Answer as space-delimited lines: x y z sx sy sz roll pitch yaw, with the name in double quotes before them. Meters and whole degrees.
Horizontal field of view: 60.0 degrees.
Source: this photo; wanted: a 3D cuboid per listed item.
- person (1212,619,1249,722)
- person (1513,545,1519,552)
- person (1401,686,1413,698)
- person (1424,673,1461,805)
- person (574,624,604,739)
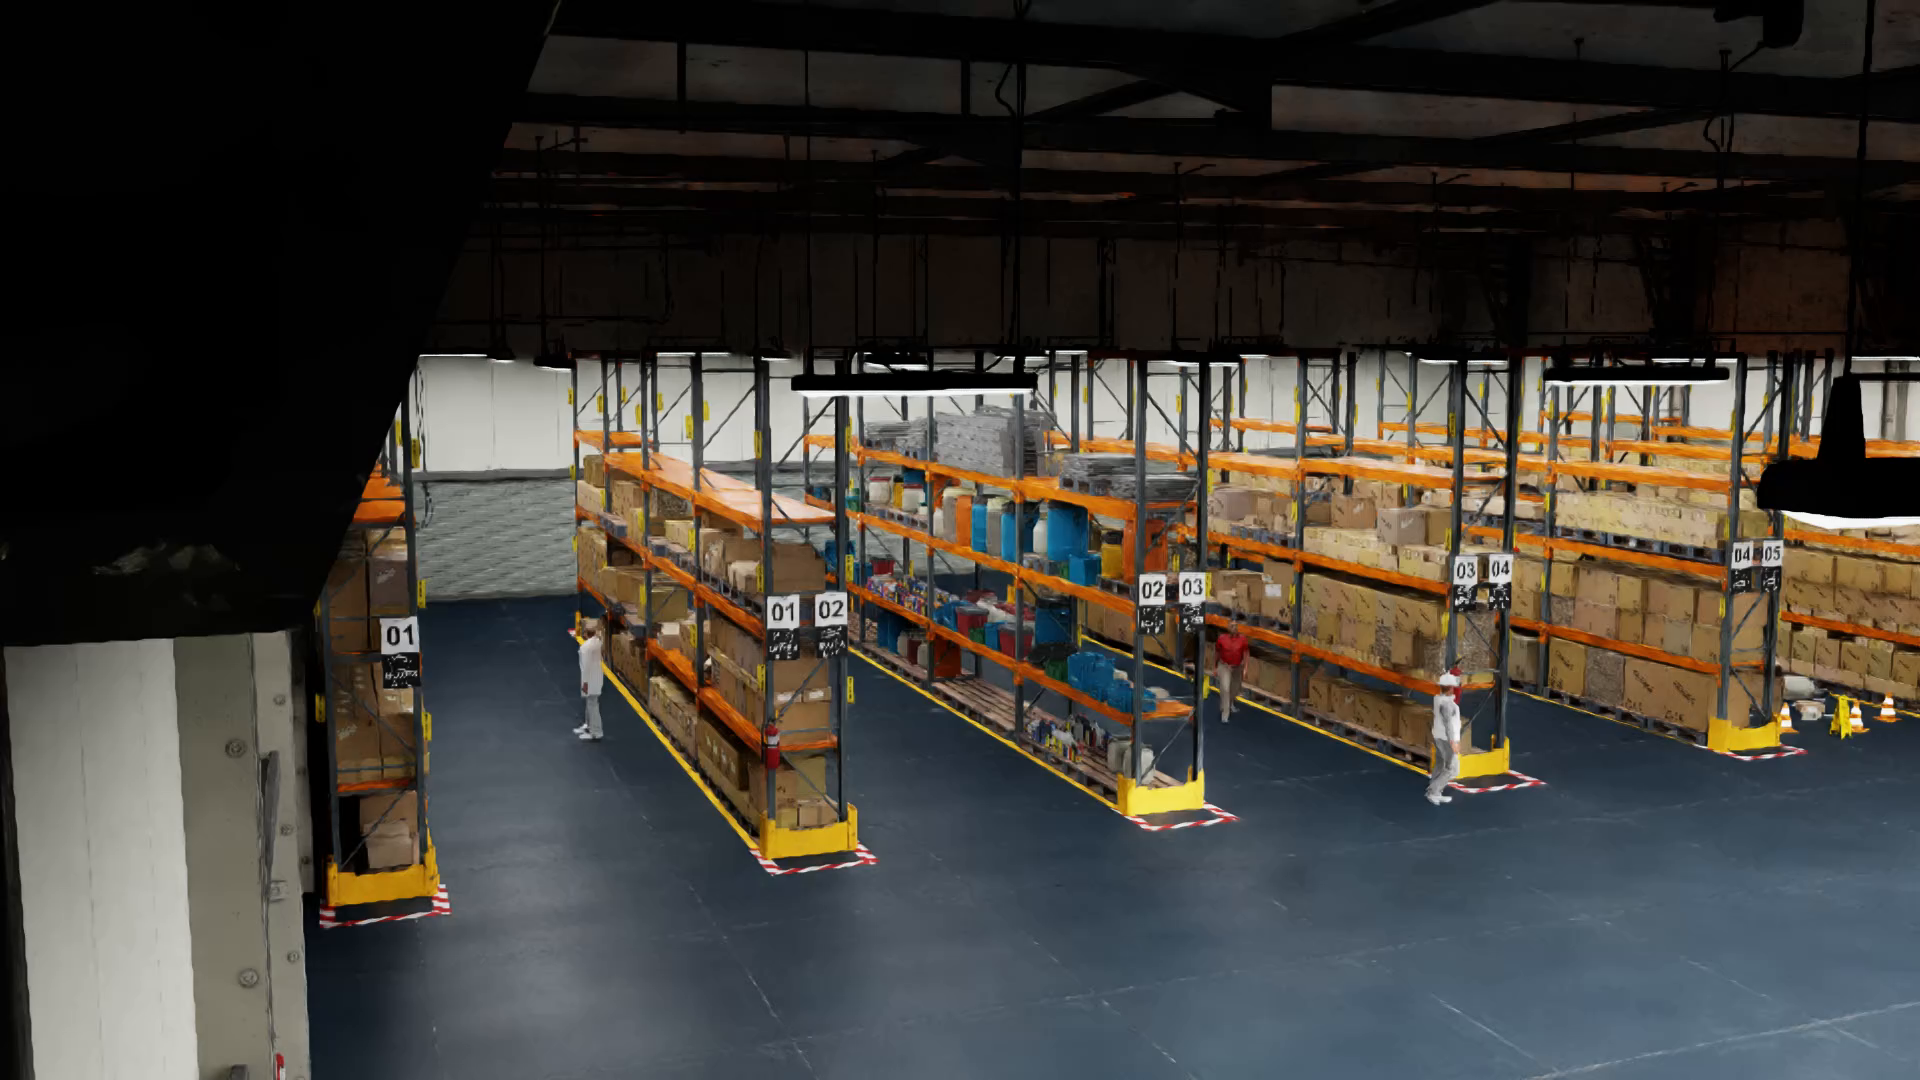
"person" 4.454 2.104 27.308 0.568 1.677 0.942 -1 7 -5
"person" 11.847 0.986 35.772 0.577 1.784 0.655 1 7 9
"person" 7.845 2.005 28.036 0.542 1.672 1.126 -2 7 -18
"person" 6.482 2.677 22.334 0.472 1.759 0.698 1 7 5
"person" -5.837 2.196 26.090 0.550 1.782 0.636 1 7 10
